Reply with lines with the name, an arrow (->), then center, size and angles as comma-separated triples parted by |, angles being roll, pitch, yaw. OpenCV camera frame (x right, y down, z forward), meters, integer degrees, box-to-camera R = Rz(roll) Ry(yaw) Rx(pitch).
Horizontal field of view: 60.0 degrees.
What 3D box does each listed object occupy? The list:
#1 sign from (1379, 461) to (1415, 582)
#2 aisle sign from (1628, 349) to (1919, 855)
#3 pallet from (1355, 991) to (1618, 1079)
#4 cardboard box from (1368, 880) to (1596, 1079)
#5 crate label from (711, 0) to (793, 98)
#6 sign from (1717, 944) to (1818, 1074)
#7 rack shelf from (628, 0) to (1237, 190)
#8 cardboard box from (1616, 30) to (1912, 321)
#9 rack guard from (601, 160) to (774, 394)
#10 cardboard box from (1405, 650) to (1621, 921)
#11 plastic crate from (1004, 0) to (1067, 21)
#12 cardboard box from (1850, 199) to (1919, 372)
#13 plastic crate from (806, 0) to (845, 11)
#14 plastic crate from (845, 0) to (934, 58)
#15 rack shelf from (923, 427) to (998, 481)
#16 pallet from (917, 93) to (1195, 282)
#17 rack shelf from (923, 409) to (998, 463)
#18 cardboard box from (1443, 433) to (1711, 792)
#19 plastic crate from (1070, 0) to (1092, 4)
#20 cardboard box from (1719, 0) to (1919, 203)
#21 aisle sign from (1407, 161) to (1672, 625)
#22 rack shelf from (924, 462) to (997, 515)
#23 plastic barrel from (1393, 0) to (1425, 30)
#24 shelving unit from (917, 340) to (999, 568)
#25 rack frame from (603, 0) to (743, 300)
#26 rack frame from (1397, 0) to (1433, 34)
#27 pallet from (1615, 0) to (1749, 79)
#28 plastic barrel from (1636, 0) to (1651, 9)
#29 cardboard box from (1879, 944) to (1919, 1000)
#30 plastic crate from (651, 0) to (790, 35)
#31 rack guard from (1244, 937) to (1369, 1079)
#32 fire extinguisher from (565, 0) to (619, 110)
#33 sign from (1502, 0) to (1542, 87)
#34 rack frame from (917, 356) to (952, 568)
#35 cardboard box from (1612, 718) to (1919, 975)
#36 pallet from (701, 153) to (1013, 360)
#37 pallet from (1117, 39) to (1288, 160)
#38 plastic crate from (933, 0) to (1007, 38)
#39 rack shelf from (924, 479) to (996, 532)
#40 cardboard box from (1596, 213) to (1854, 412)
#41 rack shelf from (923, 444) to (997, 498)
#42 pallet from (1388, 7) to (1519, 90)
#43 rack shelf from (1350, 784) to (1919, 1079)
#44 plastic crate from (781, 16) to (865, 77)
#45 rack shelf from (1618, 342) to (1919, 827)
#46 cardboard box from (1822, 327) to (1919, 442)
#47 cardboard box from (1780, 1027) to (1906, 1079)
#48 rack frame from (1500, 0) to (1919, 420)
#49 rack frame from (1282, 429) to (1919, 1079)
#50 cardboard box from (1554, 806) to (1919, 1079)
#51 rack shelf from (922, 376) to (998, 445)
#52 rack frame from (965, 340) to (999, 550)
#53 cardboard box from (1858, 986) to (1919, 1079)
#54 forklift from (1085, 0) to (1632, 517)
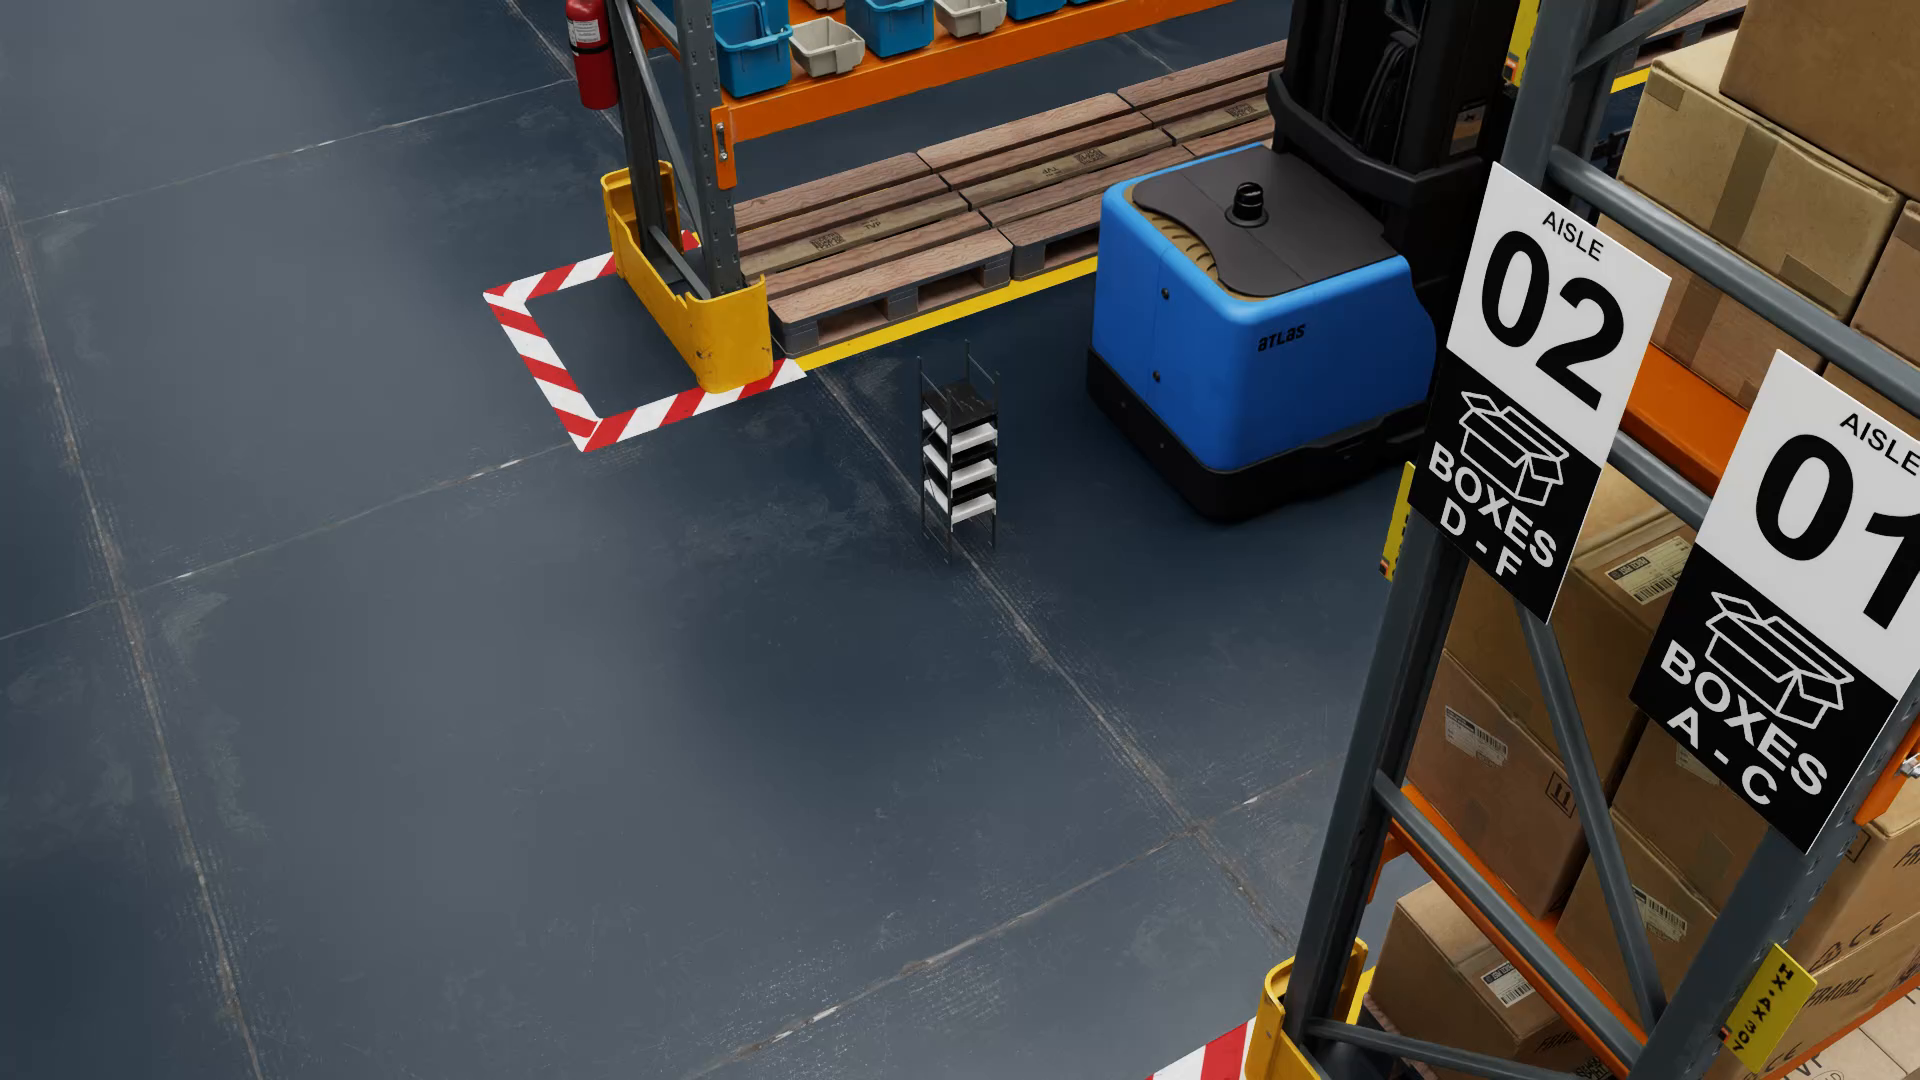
sign -> 0.959, -0.019, 3.557 | 0.005, 0.325, 0.100 | -22, 48, -21
aisle sign -> 1.305, 0.120, 2.606 | 0.004, 0.787, 0.394 | -22, 48, -21
pallet -> 1.975, 1.549, 5.002 | 1.213, 0.211, 1.003 | -22, 48, -21
cardboard box -> 1.567, 1.254, 4.783 | 0.500, 0.500, 0.500 | -22, 48, -21
crate label -> -0.868, -1.989, 6.722 | 0.303, 0.233, 0.416 | -22, 48, -21
sign -> 1.488, 0.869, 3.079 | 0.005, 0.325, 0.100 | -22, 48, -21
rack shelf -> 0.488, -2.576, 7.767 | 4.000, 0.370, 1.077 | -22, 48, -21
cardboard box -> 1.536, -0.682, 2.894 | 0.500, 0.250, 0.500 | -22, 48, -21
rack guard -> -1.261, -1.227, 7.655 | 0.348, 0.500, 1.175 | -22, 48, -21
cardboard box -> 1.471, 0.497, 4.013 | 0.500, 0.500, 0.500 | -20, 48, -20
plastic crate -> 0.273, -2.445, 7.193 | 0.300, 0.233, 0.416 | -22, 48, -21
cardboard box -> 1.793, -0.371, 2.573 | 0.500, 0.250, 0.500 | -22, 48, -21
plastic crate -> -0.630, -2.459, 7.277 | 0.243, 0.136, 0.396 | -22, 48, -21
plastic crate -> -0.298, -2.217, 6.958 | 0.300, 0.233, 0.416 | -22, 48, -21
rack shelf -> -0.007, -0.361, 6.394 | 0.200, 0.077, 0.258 | -22, 48, -21
pallet -> 0.544, -1.823, 8.477 | 1.213, 0.211, 1.003 | -22, 48, -21
rack shelf -> -0.007, -0.425, 6.332 | 0.200, 0.077, 0.258 | -22, 48, -21
cardboard box -> 1.467, 0.137, 3.665 | 0.500, 0.500, 0.500 | -22, 48, -21
plastic crate -> 0.533, -2.550, 7.300 | 0.300, 0.233, 0.416 | -22, 48, -21
cardboard box -> 1.655, -0.807, 2.484 | 0.500, 0.500, 0.700 | -22, 48, -21
aisle sign -> 1.006, -0.242, 2.979 | 0.004, 0.787, 0.394 | -22, 48, -21
rack shelf -> -0.007, -0.232, 6.520 | 0.200, 0.077, 0.258 | -22, 48, -21
plastic barrel -> 2.702, -3.104, 9.000 | 0.708, 0.901, 0.600 | -22, 48, -21
shelving unit -> -0.007, -0.320, 6.434 | 0.210, 0.900, 0.258 | -22, 48, -21
rack frame -> -1.247, -2.140, 6.802 | 0.127, 3.000, 1.000 | -22, 48, -21
rack frame -> 2.222, -3.528, 8.232 | 0.127, 3.000, 1.000 | -22, 48, -21
pallet -> 3.971, -3.196, 9.892 | 1.213, 0.211, 1.003 | -22, 48, -21
plastic barrel -> 3.850, -3.352, 9.535 | 0.421, 0.512, 0.421 | 0, 44, 0
cardboard box -> 2.179, 0.639, 3.866 | 0.500, 0.500, 0.500 | -22, 48, -21
plastic crate -> -1.049, -2.403, 7.004 | 0.499, 0.435, 0.616 | -22, 48, -21
rack guard -> 1.284, 1.723, 4.616 | 0.348, 0.500, 1.175 | -22, 48, -21
fire extinguisher -> -1.604, -2.201, 7.187 | 0.183, 0.674, 0.296 | -22, 48, -21
sign -> 0.959, -0.884, 2.718 | 0.005, 0.325, 0.100 | -22, 48, -21
rack frame -> -0.095, -0.285, 6.397 | 0.006, 0.900, 0.240 | -22, 48, -21
cardboard box -> 1.734, 0.463, 3.330 | 0.500, 0.500, 0.500 | -20, 48, -20
pallet -> -0.512, -1.402, 8.043 | 1.213, 0.211, 1.003 | -22, 48, -21
pallet -> 1.603, -2.249, 8.916 | 1.213, 0.211, 1.003 | -22, 48, -21
plastic crate -> 0.039, -2.251, 7.062 | 0.298, 0.136, 0.250 | -22, 48, -21
rack shelf -> -0.007, -0.167, 6.582 | 0.200, 0.077, 0.258 | -22, 48, -21
cardboard box -> 1.532, -0.508, 3.073 | 0.500, 0.250, 0.500 | -22, 48, -21
rack shelf -> -0.007, -0.296, 6.457 | 0.200, 0.077, 0.258 | -22, 48, -21
pallet -> 2.912, -2.770, 9.453 | 1.213, 0.211, 1.003 | -22, 48, -21
rack shelf -> 2.952, 0.416, 4.684 | 4.000, 0.370, 1.077 | -22, 48, -21
plastic crate -> -0.549, -2.015, 6.819 | 0.298, 0.136, 0.250 | -22, 48, -21
rack shelf -> 2.952, -0.660, 3.639 | 4.000, 0.370, 1.077 | -22, 48, -21
cardboard box -> 1.790, -0.195, 2.751 | 0.500, 0.250, 0.500 | -22, 48, -21
cardboard box -> 2.264, 1.490, 4.719 | 0.500, 0.250, 0.500 | -22, 48, -21
rack frame -> 1.218, -1.301, 1.629 | 0.127, 3.000, 1.000 | -22, 48, -21
rack frame -> 1.218, 0.852, 3.718 | 0.127, 3.000, 1.000 | -22, 48, -21
cardboard box -> 1.734, 0.822, 3.678 | 0.500, 0.500, 0.500 | -21, 48, -20
rack shelf -> -0.007, -0.490, 6.269 | 0.200, 0.077, 0.258 | -22, 48, -21
rack frame -> 0.081, -0.355, 6.470 | 0.006, 0.900, 0.240 | -22, 48, -21
cardboard box -> 2.698, 1.317, 4.898 | 0.500, 0.250, 0.500 | -22, 48, -21
forklift -> 2.102, -1.879, 6.581 | 3.031, 2.935, 1.130 | -20, 48, -19
